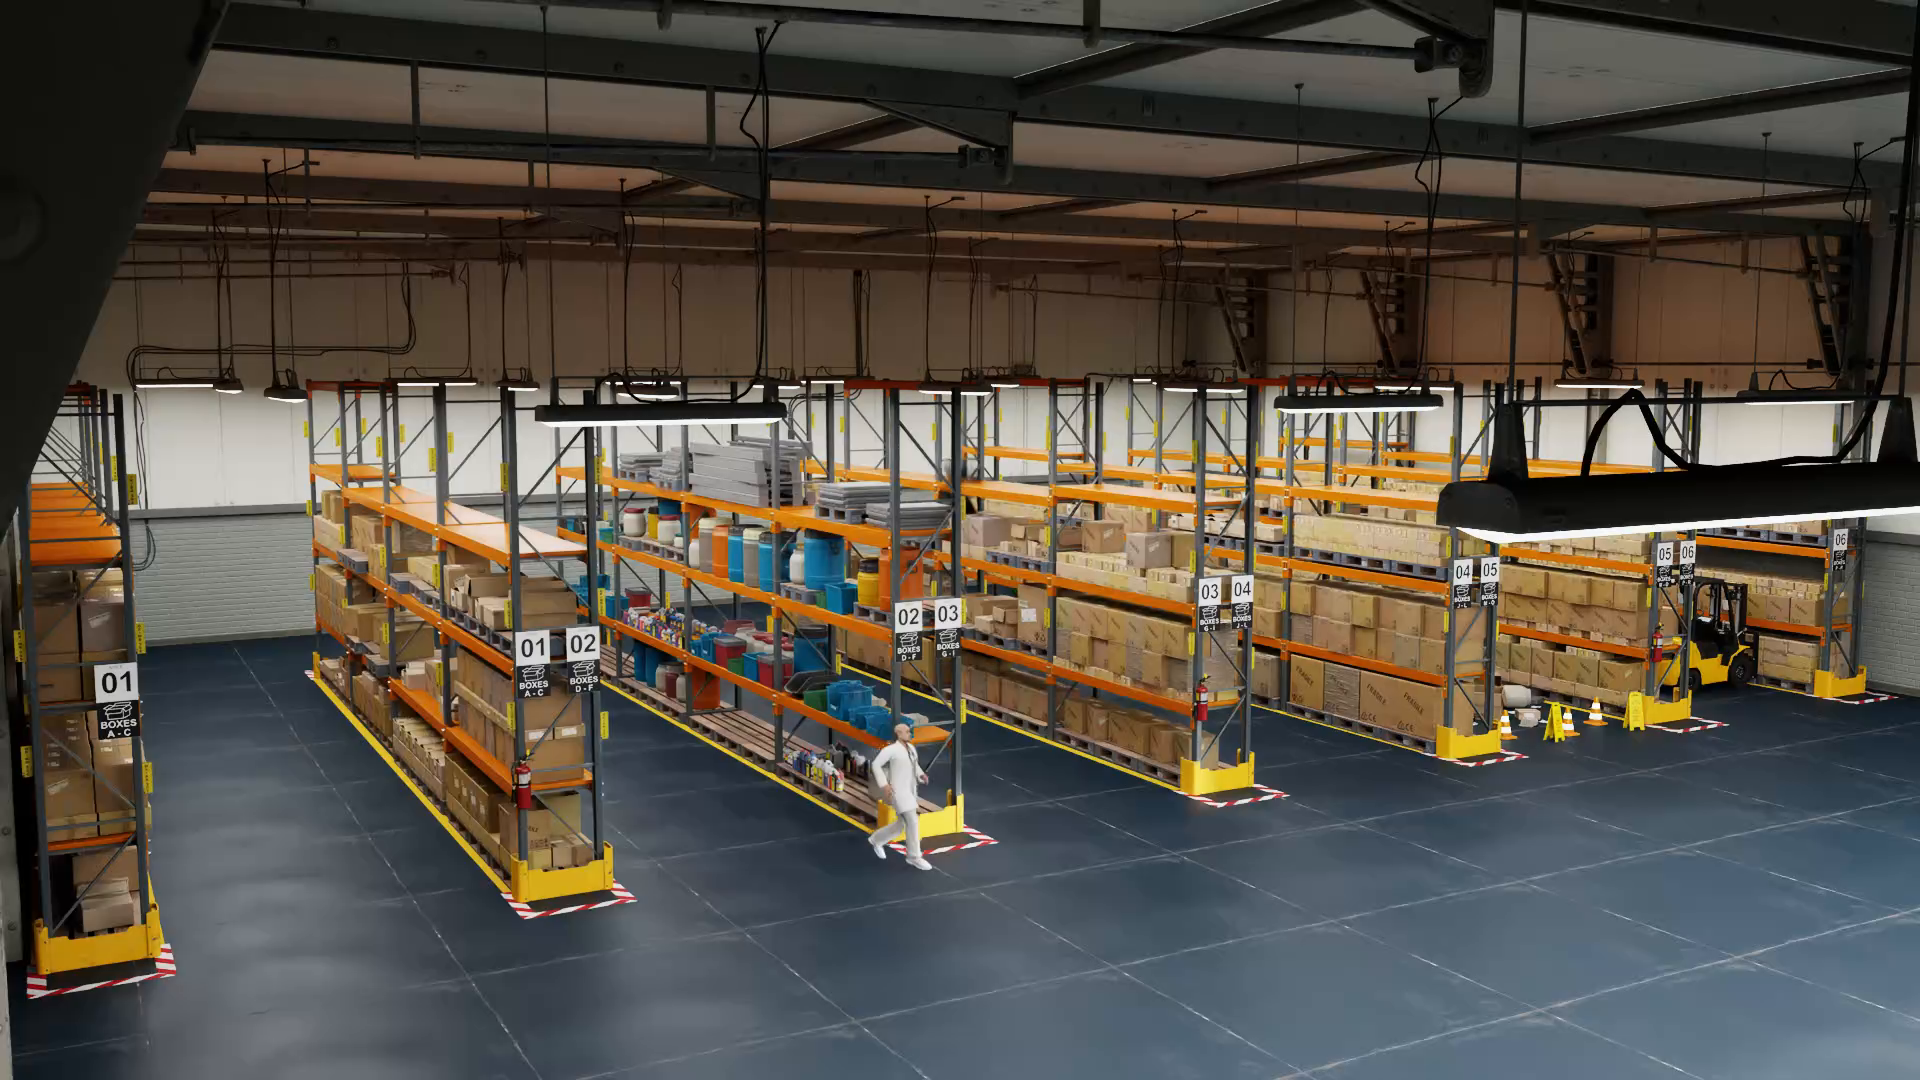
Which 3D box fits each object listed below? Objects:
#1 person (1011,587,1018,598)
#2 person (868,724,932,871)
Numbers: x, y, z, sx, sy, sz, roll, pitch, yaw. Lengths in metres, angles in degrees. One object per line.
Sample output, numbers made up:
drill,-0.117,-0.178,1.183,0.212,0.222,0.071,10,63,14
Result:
person,1.534,0.888,43.057,0.613,1.738,0.652,-3,7,-27
person,-0.707,3.221,21.071,0.946,1.767,0.741,3,7,27
